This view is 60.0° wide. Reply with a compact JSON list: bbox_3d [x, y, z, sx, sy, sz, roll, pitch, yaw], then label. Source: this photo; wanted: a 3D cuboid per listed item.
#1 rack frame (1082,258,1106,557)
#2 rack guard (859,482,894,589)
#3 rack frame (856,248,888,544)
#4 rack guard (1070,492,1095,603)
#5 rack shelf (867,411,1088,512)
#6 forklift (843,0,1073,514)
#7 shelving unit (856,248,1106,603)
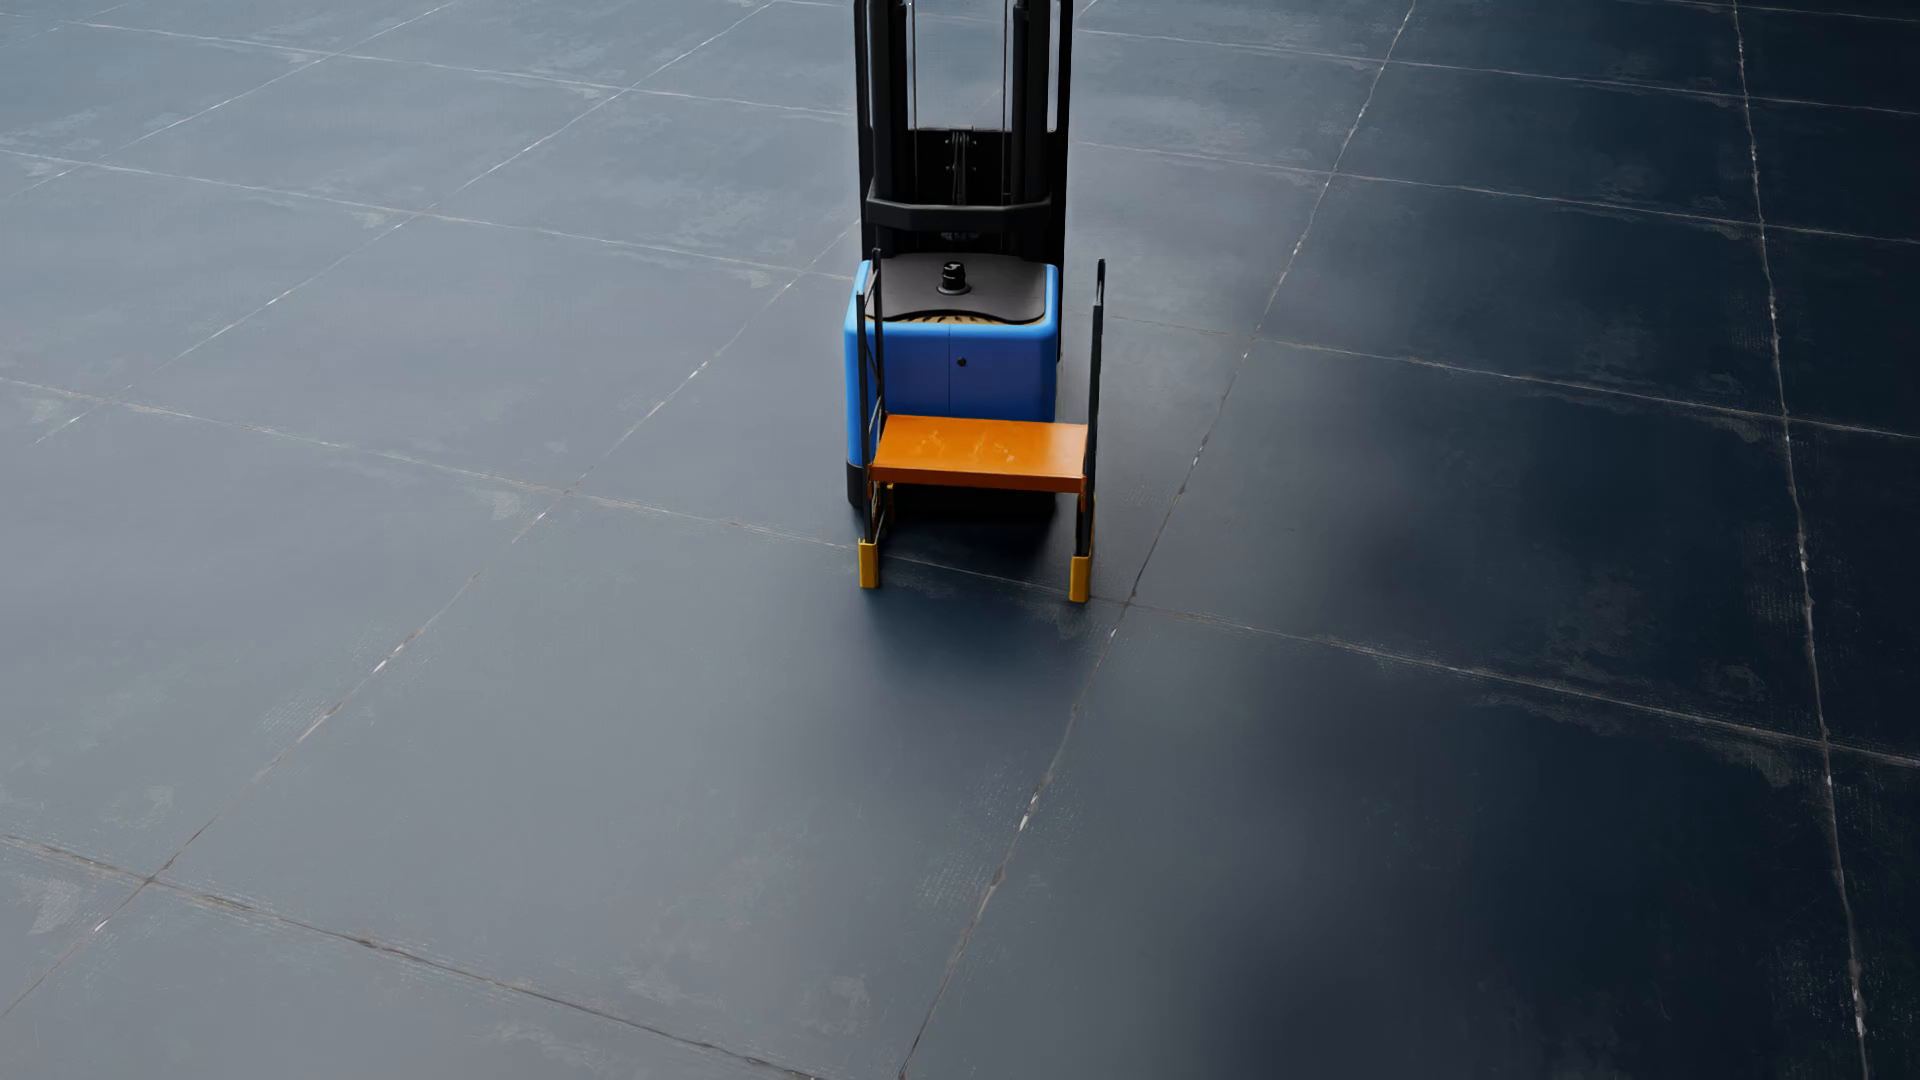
[{"bbox_3d":[0.607,-0.494,7.633,0.032,1.500,0.500,4,33,5],"label":"rack frame"},{"bbox_3d":[-0.402,-0.031,8.068,0.087,0.250,0.587,4,33,5],"label":"rack guard"},{"bbox_3d":[-0.403,-0.556,7.729,0.032,1.500,0.500,4,33,5],"label":"rack frame"},{"bbox_3d":[0.588,0.030,7.974,0.087,0.250,0.587,4,33,5],"label":"rack guard"},{"bbox_3d":[0.102,-0.374,7.778,1.000,0.185,0.538,4,33,5],"label":"rack shelf"},{"bbox_3d":[0.031,-2.134,8.853,1.130,2.935,3.031,2,33,3],"label":"forklift"},{"bbox_3d":[0.093,-0.526,7.682,1.083,1.500,0.587,4,33,5],"label":"shelving unit"}]
